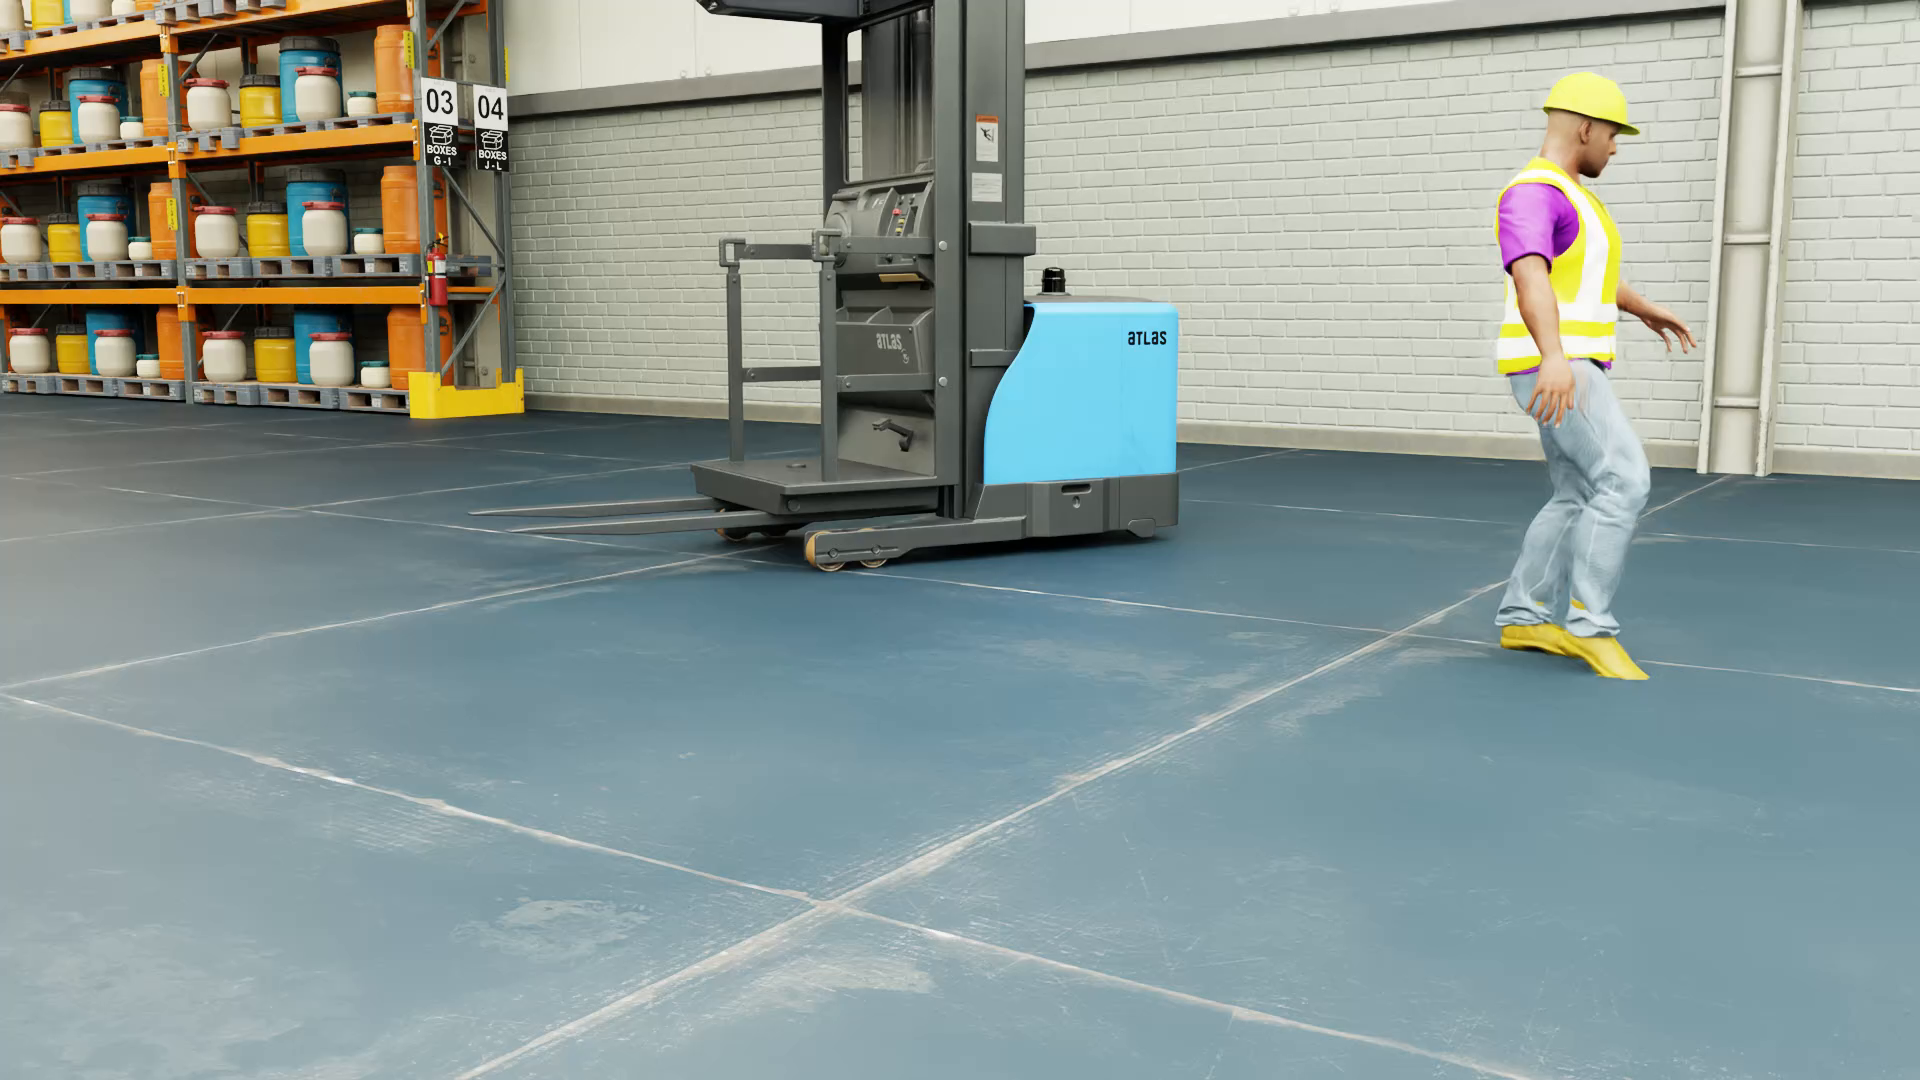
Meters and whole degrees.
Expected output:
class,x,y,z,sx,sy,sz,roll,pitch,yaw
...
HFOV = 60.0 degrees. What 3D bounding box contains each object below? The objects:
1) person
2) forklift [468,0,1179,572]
class,x,y,z,sx,sy,sz,roll,pitch,yaw
person,1.871,-0.480,4.964,0.533,1.792,1.004,5,9,31
forklift,-0.539,-1.408,7.095,3.031,2.935,1.130,-5,9,-29
